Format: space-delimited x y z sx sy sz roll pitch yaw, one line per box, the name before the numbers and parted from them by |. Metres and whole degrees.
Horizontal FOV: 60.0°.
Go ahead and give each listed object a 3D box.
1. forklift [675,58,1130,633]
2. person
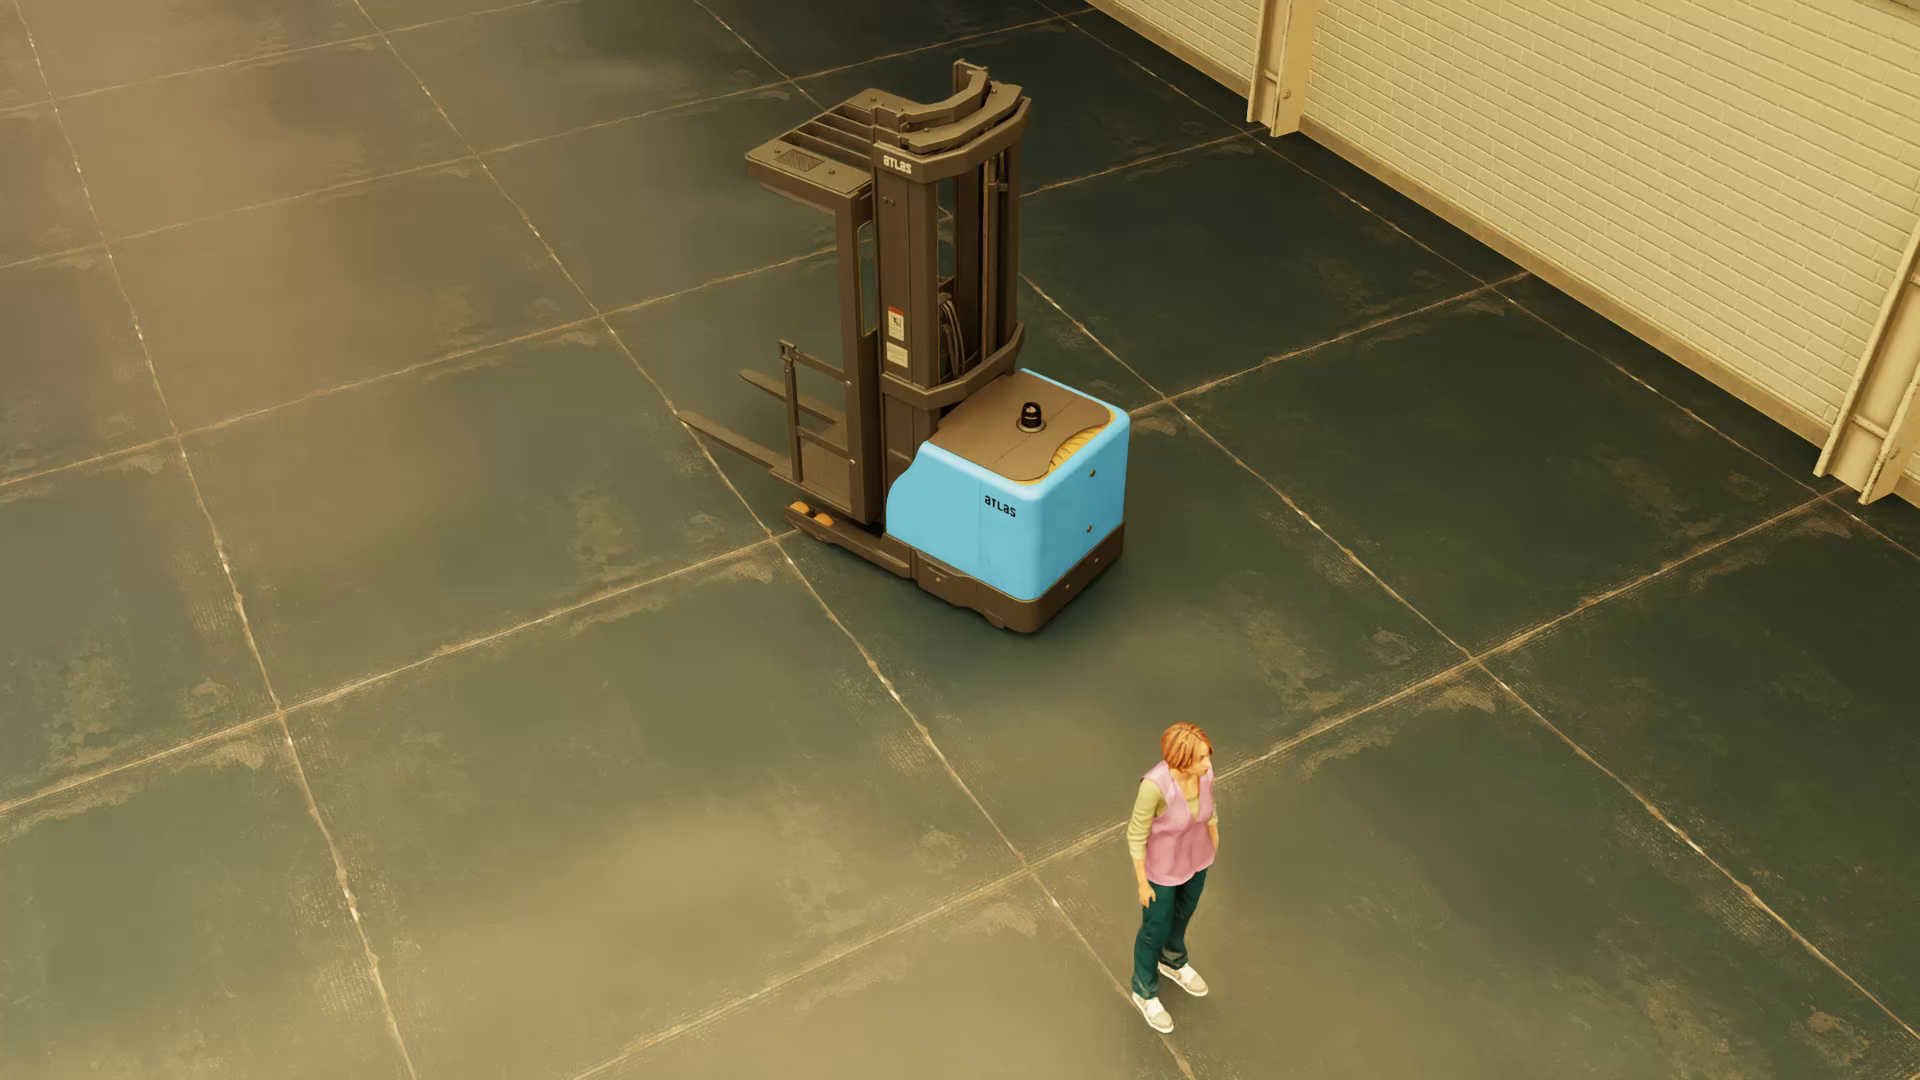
forklift | -0.481 -1.366 9.683 3.031 2.935 1.130 26 46 28
person | 0.985 1.461 7.322 0.499 1.610 0.437 -26 46 -28
